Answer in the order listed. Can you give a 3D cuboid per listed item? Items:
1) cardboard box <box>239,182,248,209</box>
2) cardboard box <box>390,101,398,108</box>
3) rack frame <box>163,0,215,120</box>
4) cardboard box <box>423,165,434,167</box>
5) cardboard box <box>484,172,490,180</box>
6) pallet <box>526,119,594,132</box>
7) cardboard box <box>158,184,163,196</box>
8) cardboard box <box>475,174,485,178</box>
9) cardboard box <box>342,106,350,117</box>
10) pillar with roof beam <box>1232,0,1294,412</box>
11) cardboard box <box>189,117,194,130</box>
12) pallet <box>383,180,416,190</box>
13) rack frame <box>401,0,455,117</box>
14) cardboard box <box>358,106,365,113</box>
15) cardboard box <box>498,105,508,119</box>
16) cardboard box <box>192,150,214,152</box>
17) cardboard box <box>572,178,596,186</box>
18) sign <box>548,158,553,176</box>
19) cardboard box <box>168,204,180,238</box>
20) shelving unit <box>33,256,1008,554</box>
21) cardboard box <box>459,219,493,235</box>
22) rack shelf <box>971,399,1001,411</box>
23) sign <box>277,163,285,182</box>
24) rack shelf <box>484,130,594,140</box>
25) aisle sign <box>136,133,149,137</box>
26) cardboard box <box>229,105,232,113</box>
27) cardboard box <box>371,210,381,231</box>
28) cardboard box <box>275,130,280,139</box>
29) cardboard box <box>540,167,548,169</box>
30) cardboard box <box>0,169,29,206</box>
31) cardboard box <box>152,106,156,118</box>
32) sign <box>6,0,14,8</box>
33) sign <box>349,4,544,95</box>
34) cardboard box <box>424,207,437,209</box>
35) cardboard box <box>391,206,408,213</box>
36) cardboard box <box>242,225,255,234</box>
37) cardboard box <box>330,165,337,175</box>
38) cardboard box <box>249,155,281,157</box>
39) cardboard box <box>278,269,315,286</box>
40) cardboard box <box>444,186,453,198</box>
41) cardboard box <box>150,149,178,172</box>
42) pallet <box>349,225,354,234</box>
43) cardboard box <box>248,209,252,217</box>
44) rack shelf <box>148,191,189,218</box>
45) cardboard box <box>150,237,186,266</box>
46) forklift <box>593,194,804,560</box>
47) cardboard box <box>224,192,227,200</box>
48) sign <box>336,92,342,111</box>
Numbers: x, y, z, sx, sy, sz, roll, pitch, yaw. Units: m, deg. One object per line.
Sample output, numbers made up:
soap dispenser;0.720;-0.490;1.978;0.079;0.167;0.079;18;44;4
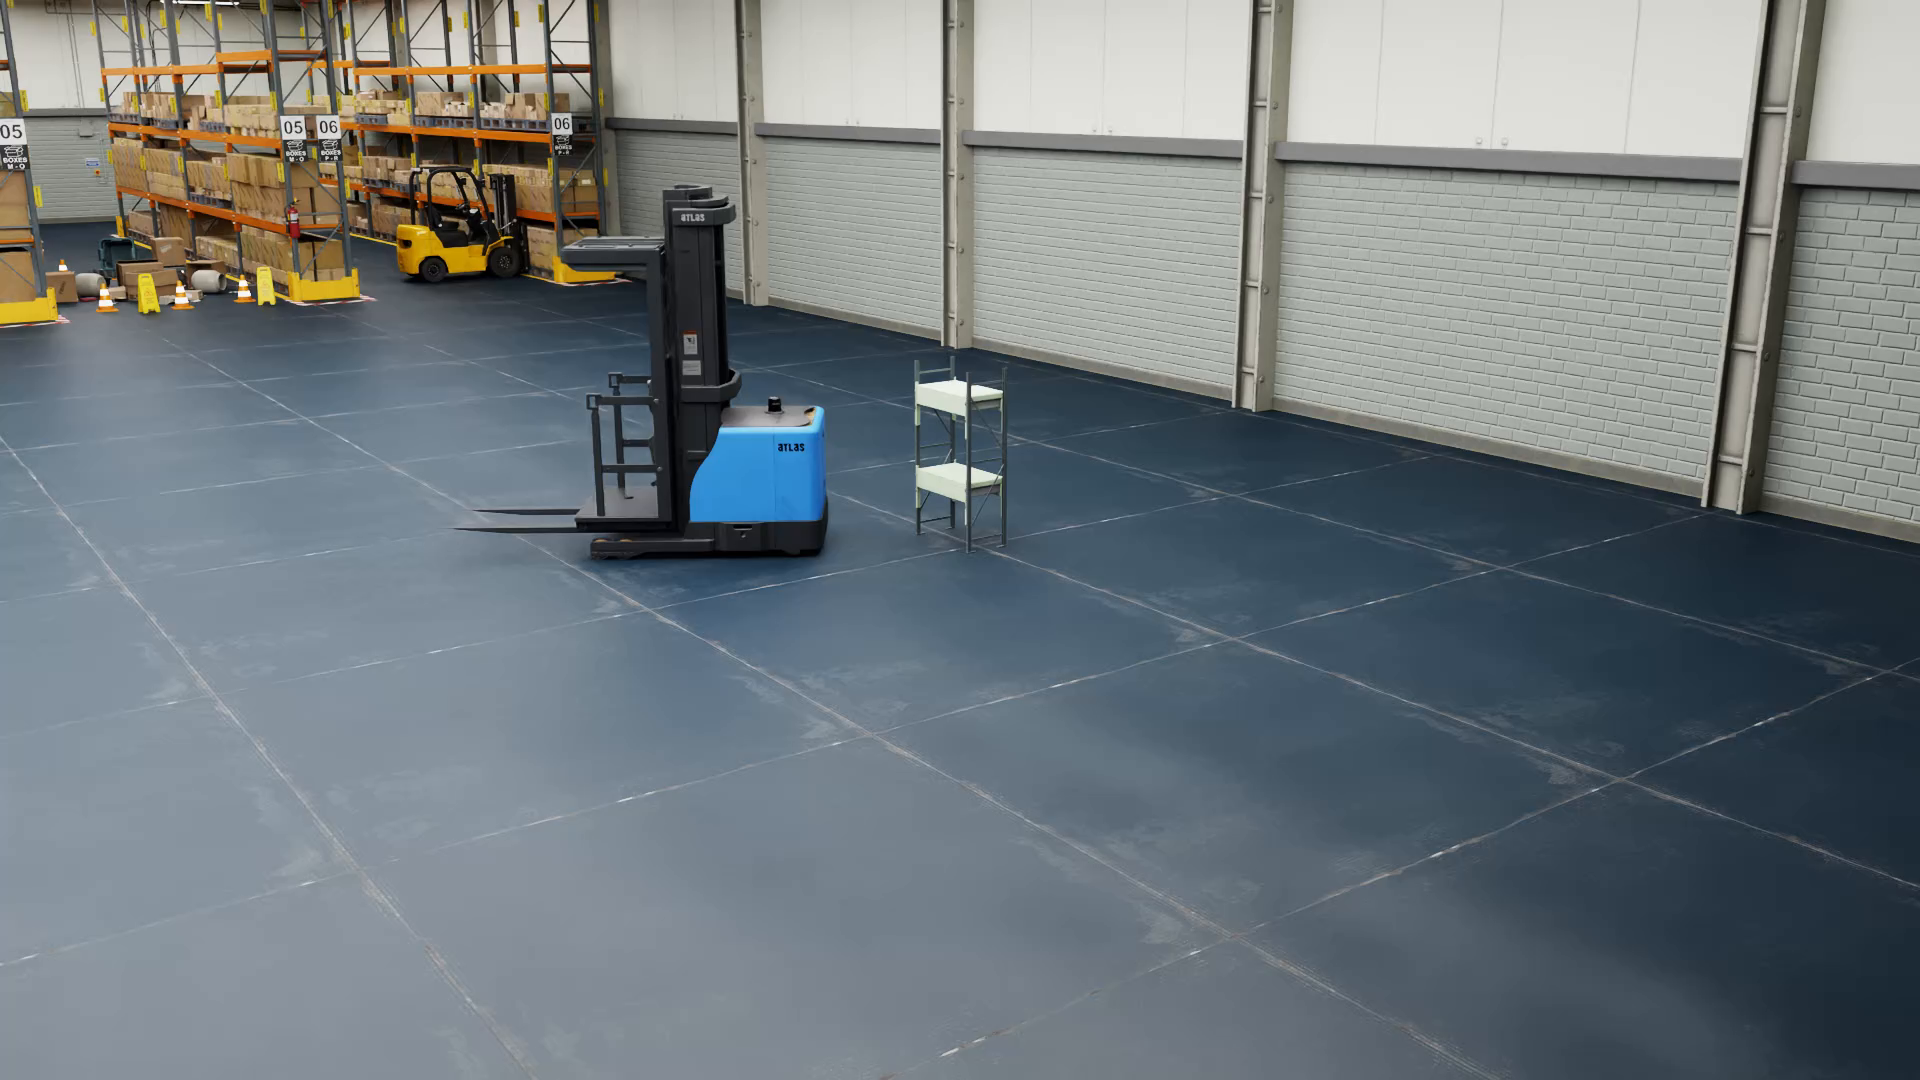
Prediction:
cardboard box;-13.433;-6.610;31.794;0.500;0.500;0.500;-11;19;-35
cardboard box;-13.173;-10.246;39.114;0.380;0.149;0.250;-11;19;-36
rack frame;-16.132;-10.407;35.055;1.000;3.000;0.127;-11;19;-35
cardboard box;-12.012;-8.476;37.943;0.380;0.149;0.250;-10;18;-33
cardboard box;-9.792;-7.683;35.047;0.380;0.149;0.250;-11;19;-35
pallet;-7.810;-8.136;32.605;1.003;0.211;1.213;-11;19;-35
cardboard box;-17.845;-7.938;37.682;0.500;0.250;0.500;-11;19;-35
cardboard box;-10.148;-7.830;35.586;0.380;0.149;0.250;-10;18;-33
cardboard box;-15.271;-10.831;42.004;0.500;0.250;0.500;-12;19;-36
pillar with roof beam;0.006;-5.247;16.201;9.100;9.000;0.400;-11;19;-35
cardboard box;-15.934;-8.748;34.927;0.396;0.266;0.258;-11;19;-35
pallet;-13.266;-8.607;40.205;1.059;0.211;1.259;-10;18;-32
rack frame;-12.119;-11.179;37.873;1.000;3.000;0.127;-11;19;-35
cardboard box;-14.493;-10.529;40.674;0.380;0.149;0.250;-11;19;-34
cardboard box;-9.140;-8.700;33.767;0.396;0.266;0.258;-11;19;-36
cardboard box;-16.815;-8.405;37.019;0.500;0.500;0.500;-10;18;-33
cardboard box;-10.967;-7.257;33.359;5.235;0.500;5.626;-11;19;-36
sign;-7.862;-7.168;31.942;0.100;0.325;0.005;-11;19;-35
cardboard box;-17.517;-7.234;38.054;0.875;0.875;0.875;-10;18;-33
shelving unit;-8.629;-3.863;25.351;6.000;1.500;30.159;-11;19;-35
cardboard box;-24.823;-6.578;31.444;29.907;3.100;9.798;-11;19;-36
rack shelf;0.004;-1.167;13.751;0.332;0.071;0.664;-11;19;-35
sign;-11.889;-6.434;29.111;0.100;0.325;0.005;-11;19;-35
rack shelf;-8.591;-8.198;33.657;0.919;0.124;3.809;-11;19;-35
aisle sign;-20.627;-10.539;41.977;0.394;0.787;0.004;-11;19;-35
cardboard box;-13.682;-8.201;31.641;0.380;0.149;0.250;-10;18;-33
cardboard box;-14.369;-7.998;41.555;0.500;0.500;0.500;-10;18;-32
cardboard box;-11.864;-7.164;29.362;0.380;0.149;0.250;-11;19;-34
cardboard box;-8.326;-7.521;33.891;0.380;0.149;0.250;-11;19;-34
cardboard box;-15.559;-5.694;26.868;0.875;0.550;0.550;-11;19;-35
cardboard box;-17.693;-9.508;36.910;0.396;0.266;0.258;-9;18;-30
sign;-14.920;-8.521;26.093;0.100;0.325;0.005;-11;19;-35
sign;-12.112;-10.913;37.947;1.198;1.889;15.970;-11;19;-35
cardboard box;-12.797;-7.977;40.249;0.380;0.149;0.250;-11;19;-36
cardboard box;-13.657;-8.062;40.560;0.380;0.149;0.250;-10;18;-33
cardboard box;-13.627;-6.007;32.104;0.380;0.149;0.250;-11;19;-34
cardboard box;-16.177;-9.710;43.593;0.500;0.250;0.500;-11;19;-36
cardboard box;-1.261;-7.186;19.594;6.376;7.051;31.574;-11;19;-35
cardboard box;-12.135;-4.818;30.410;0.500;0.250;0.500;-11;19;-35
cardboard box;-11.152;-7.752;37.001;0.500;0.250;0.500;-10;18;-33
cardboard box;-18.136;-8.655;37.935;0.500;0.500;0.500;-11;19;-35
pallet;-15.595;-8.202;43.642;1.003;0.211;1.213;-11;19;-35
cardboard box;-13.366;-6.265;31.761;0.380;0.149;0.250;-10;18;-33
rack shelf;-17.308;-7.594;37.502;1.077;0.370;4.000;-11;19;-35
cardboard box;-15.202;-5.536;31.923;0.500;0.500;0.500;-11;19;-35
forklift;-13.331;-8.368;27.582;23.333;9.011;32.329;0;15;-2
cardboard box;-14.447;-6.867;33.164;0.380;0.149;0.250;-12;19;-36
sign;-10.989;-7.758;29.402;0.100;0.325;0.005;-11;19;-35
